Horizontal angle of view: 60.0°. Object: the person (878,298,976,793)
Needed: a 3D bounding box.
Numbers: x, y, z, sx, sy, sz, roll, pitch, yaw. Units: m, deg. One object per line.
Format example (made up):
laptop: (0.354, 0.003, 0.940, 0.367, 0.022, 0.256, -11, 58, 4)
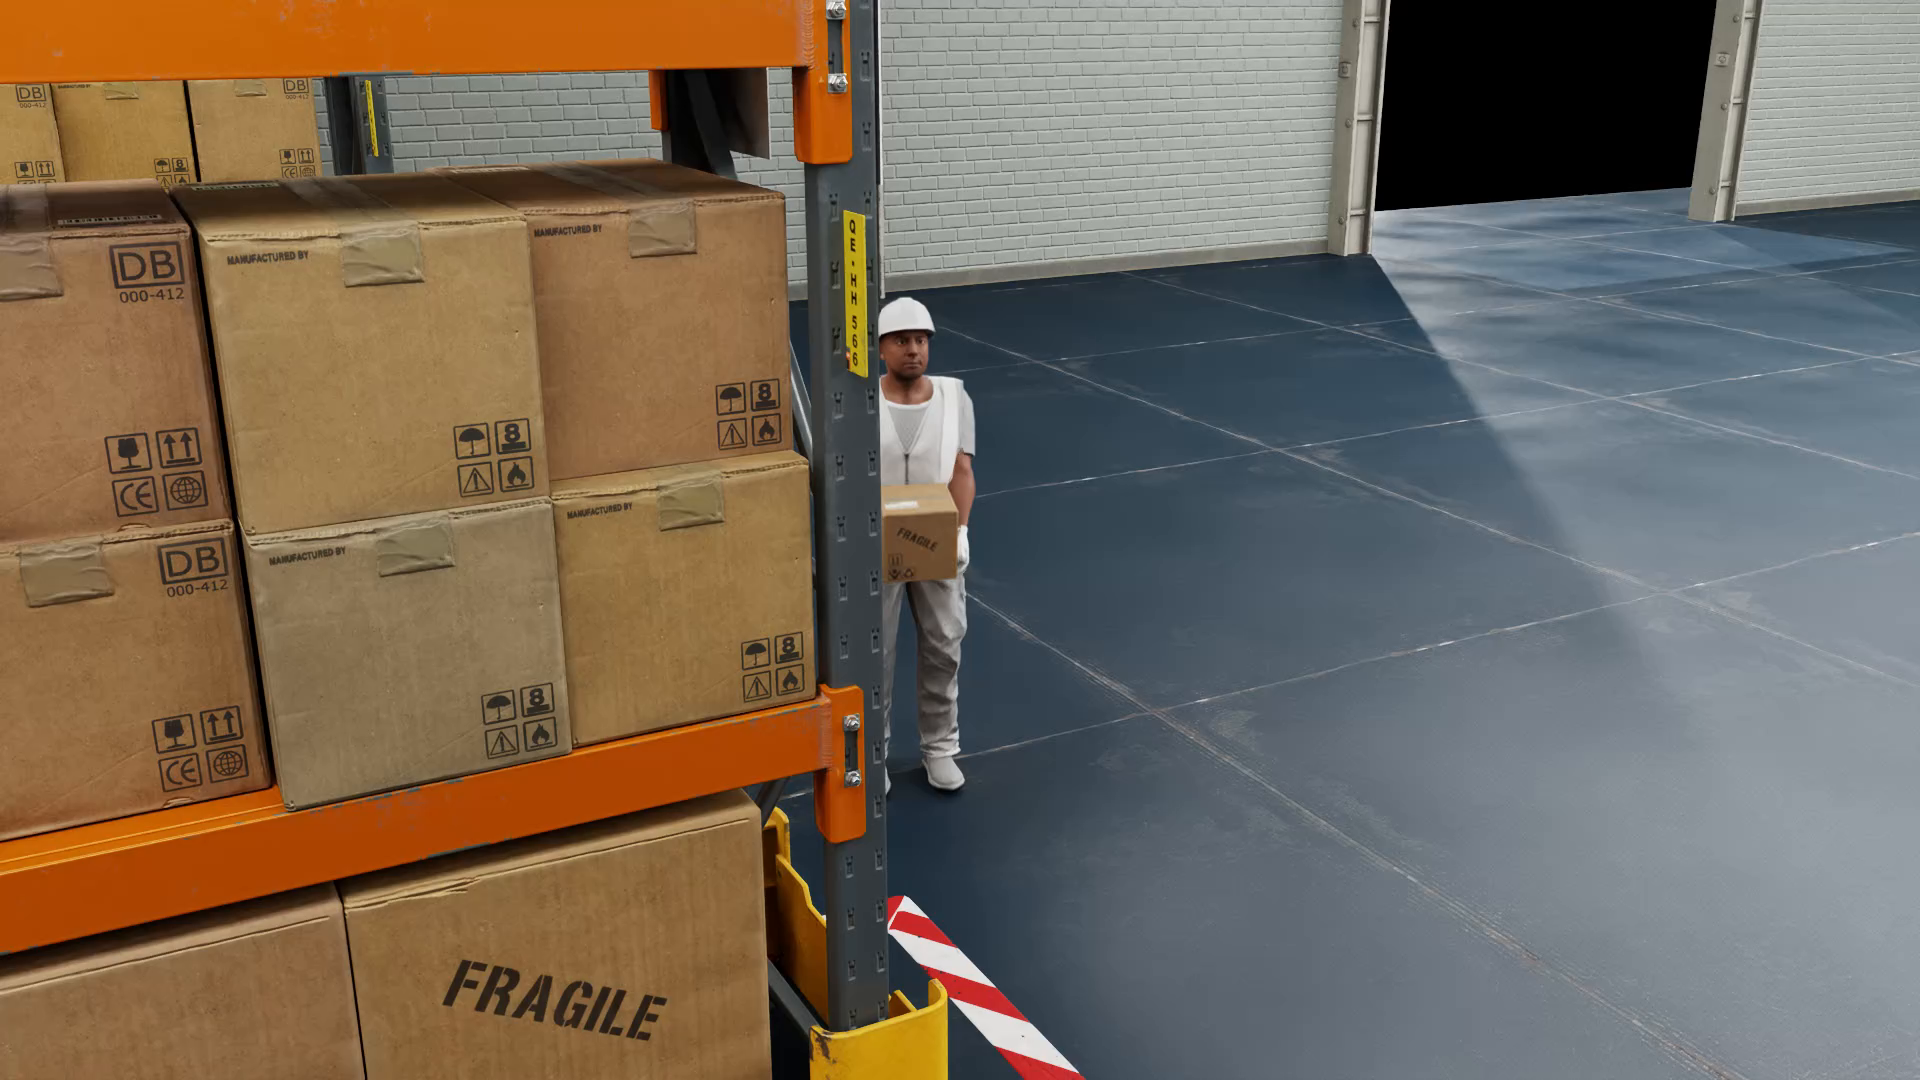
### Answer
person: (-0.171, 0.062, 5.840, 0.494, 1.782, 0.579, -3, 19, -10)
